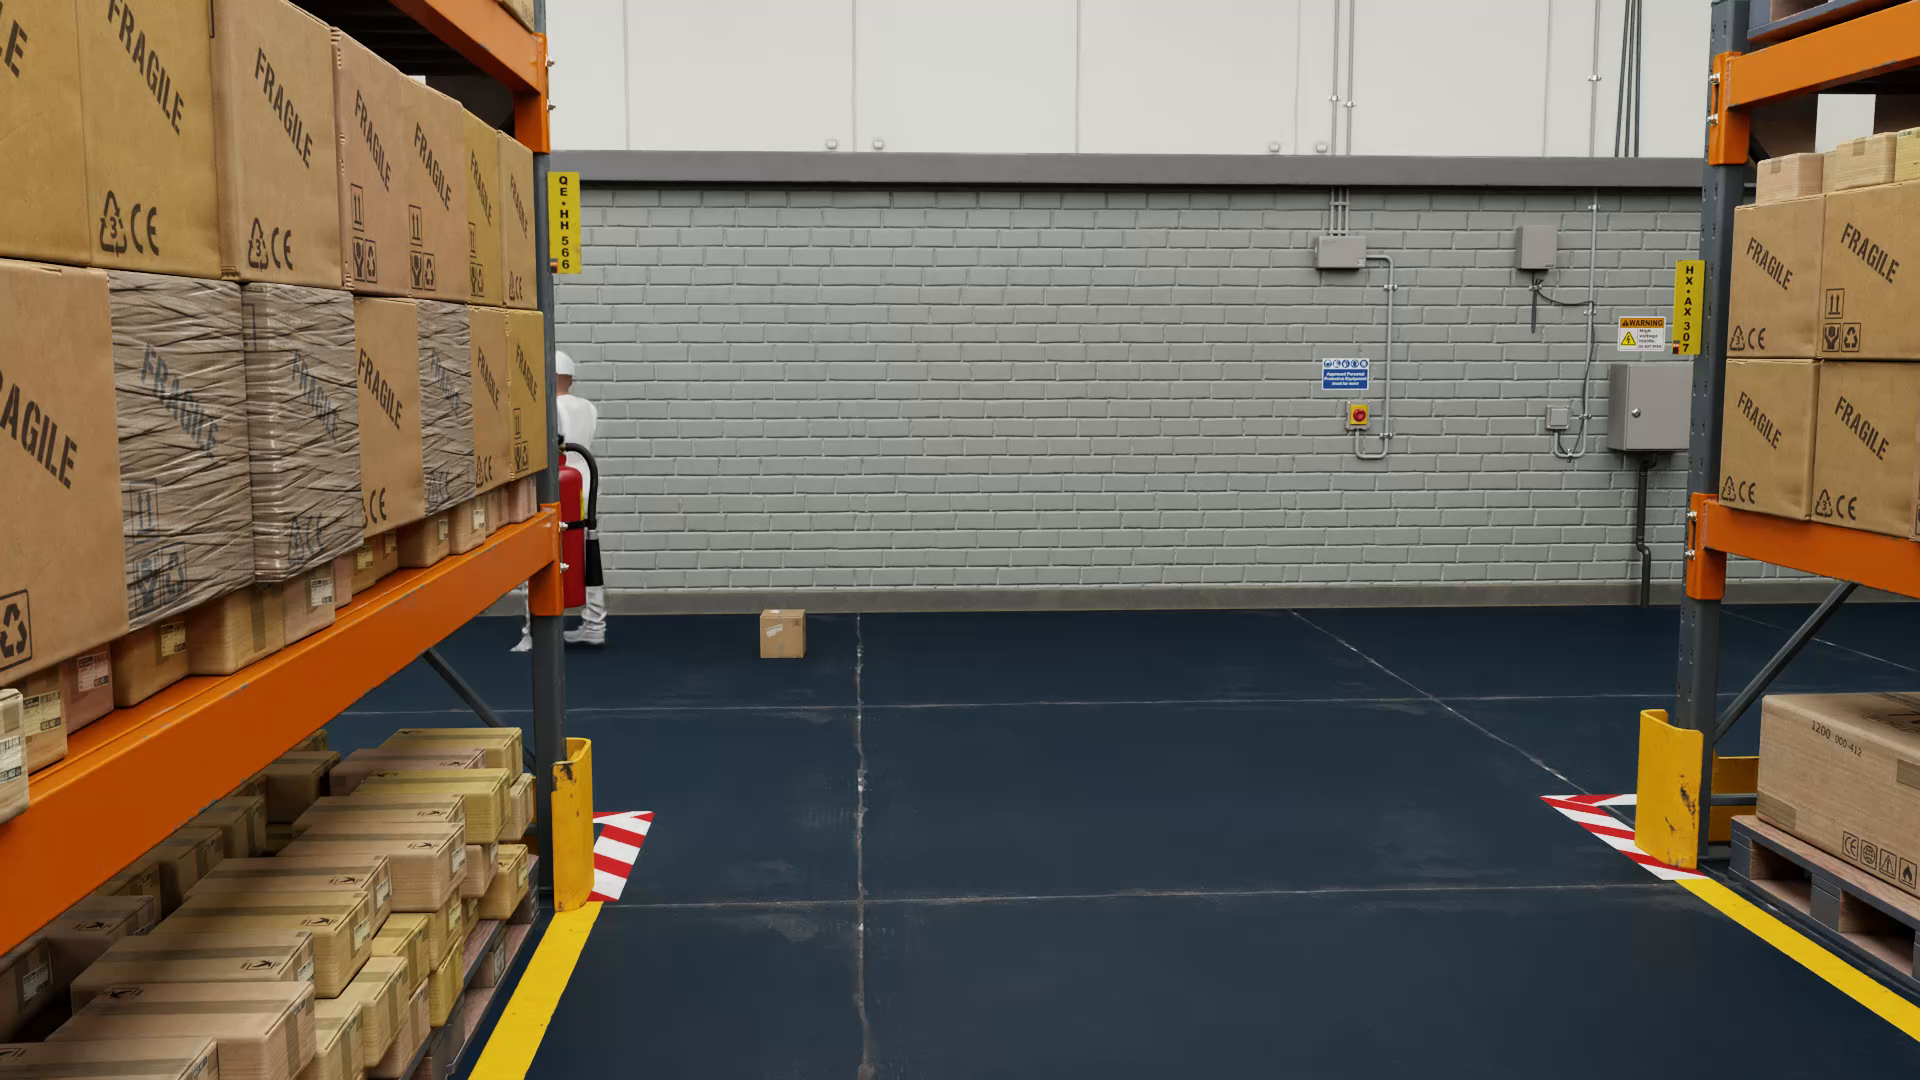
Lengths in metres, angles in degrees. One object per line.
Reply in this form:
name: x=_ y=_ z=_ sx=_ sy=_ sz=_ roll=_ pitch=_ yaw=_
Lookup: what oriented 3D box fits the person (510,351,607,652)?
person: x=-2.439 y=-0.212 z=10.040 sx=0.541 sy=1.850 sz=0.578 roll=3 pitch=7 yaw=21
